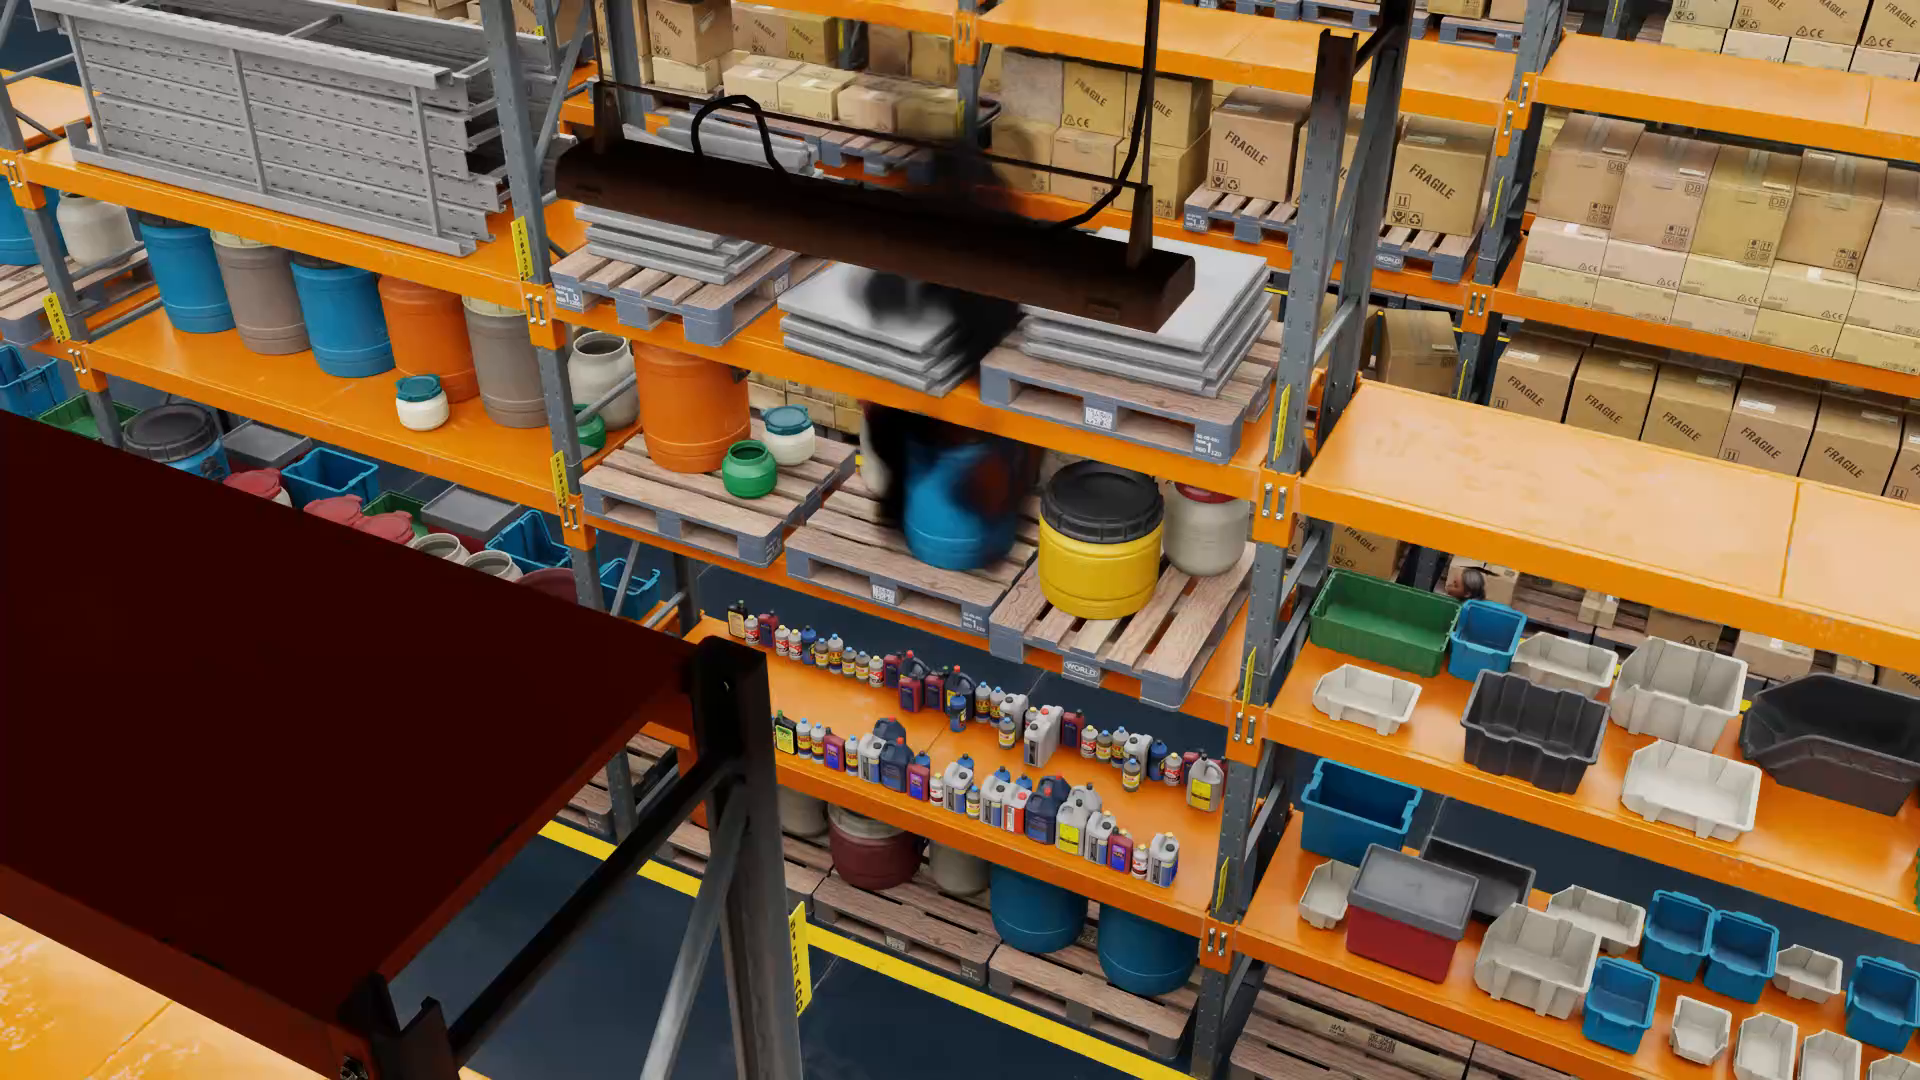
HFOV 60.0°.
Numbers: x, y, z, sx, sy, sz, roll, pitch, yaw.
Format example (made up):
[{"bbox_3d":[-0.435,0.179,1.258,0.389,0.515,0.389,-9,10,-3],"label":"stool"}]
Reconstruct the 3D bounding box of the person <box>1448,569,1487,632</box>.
[{"bbox_3d":[3.217,0.870,11.220,0.586,1.616,0.562,9,36,12],"label":"person"}]
